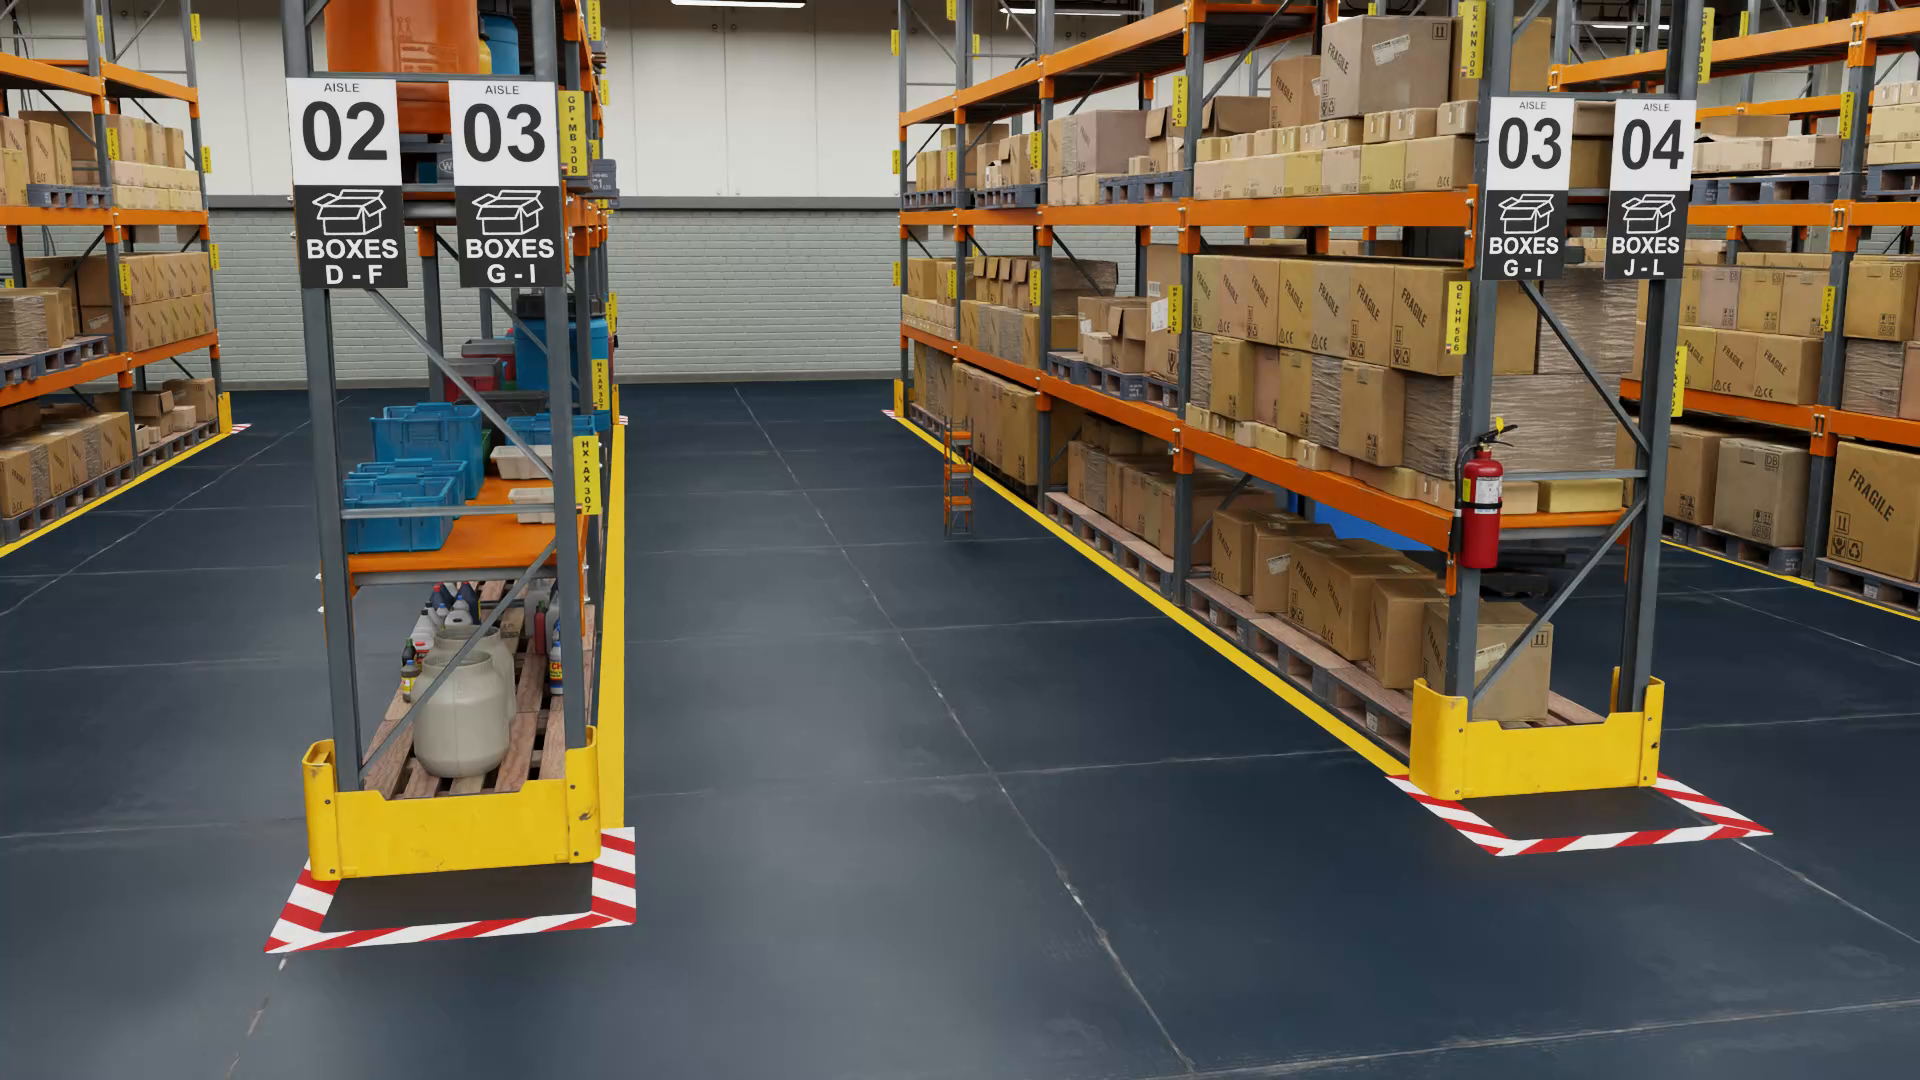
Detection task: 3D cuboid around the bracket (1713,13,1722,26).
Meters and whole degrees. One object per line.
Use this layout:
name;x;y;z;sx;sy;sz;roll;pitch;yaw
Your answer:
bracket;13.734;-9.507;30.452;0.235;0.232;0.430;-2;11;-11

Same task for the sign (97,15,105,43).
sign;-10.575;-6.291;20.470;0.100;0.325;0.005;-2;11;-11

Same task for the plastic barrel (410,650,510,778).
plastic barrel;-2.275;0.788;7.567;0.421;0.512;0.421;0;11;0

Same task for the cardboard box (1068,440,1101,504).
cardboard box;1.381;-0.624;14.960;0.700;0.500;0.500;-3;11;-14

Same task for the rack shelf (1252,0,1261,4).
rack shelf;4.949;-7.246;21.237;1.077;0.370;4.000;-2;11;-11

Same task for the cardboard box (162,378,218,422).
cardboard box;-9.696;-1.763;20.945;0.500;0.500;0.500;-2;11;-11

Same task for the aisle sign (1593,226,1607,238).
aisle sign;9.686;-4.887;24.897;0.394;0.787;0.004;-2;11;-11

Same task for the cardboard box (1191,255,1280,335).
cardboard box;1.847;-1.619;10.942;0.500;0.500;0.500;-2;11;-11

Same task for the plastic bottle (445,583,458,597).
plastic bottle;-3.128;0.411;10.125;0.152;0.276;0.135;-2;11;-9

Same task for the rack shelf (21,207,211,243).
rack shelf;-9.654;-3.619;19.089;1.077;0.370;4.000;-2;11;-11

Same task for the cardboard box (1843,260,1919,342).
cardboard box;6.932;-1.721;11.928;0.875;0.550;0.550;-2;11;-11

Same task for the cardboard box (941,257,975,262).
cardboard box;0.027;-3.586;22.615;0.500;0.500;0.500;-2;11;-10

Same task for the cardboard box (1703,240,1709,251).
cardboard box;9.857;-3.808;21.505;0.380;0.149;0.250;-2;11;-10

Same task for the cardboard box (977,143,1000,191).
cardboard box;0.575;-4.114;18.378;0.700;0.500;0.500;-2;11;-10

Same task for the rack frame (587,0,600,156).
rack frame;-4.406;-5.258;17.757;1.000;3.000;0.127;-2;11;-11

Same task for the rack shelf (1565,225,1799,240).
rack shelf;9.785;-4.339;22.871;1.077;0.370;4.000;-2;11;-11

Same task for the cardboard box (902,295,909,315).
cardboard box;-0.497;-3.200;22.590;0.500;0.250;0.500;-2;11;-13

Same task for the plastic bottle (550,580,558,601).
plastic bottle;-2.404;0.384;10.065;0.144;0.351;0.185;-3;11;-14

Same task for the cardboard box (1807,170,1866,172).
cardboard box;6.935;-2.991;13.146;0.250;0.149;0.380;-2;11;-11

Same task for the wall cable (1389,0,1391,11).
wall cable;6.495;-10.456;29.019;2.355;3.000;0.029;-2;11;-11

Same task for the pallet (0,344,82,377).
pallet;-8.870;-1.660;15.411;1.003;0.211;1.213;-2;11;-11

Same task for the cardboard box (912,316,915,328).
cardboard box;-0.427;-2.883;21.992;0.380;0.149;0.250;-2;11;-12

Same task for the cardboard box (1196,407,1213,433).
cardboard box;1.791;-0.804;11.070;0.380;0.149;0.250;-2;11;-11

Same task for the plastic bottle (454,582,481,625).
plastic bottle;-2.958;0.399;9.986;0.144;0.351;0.185;-2;11;-11

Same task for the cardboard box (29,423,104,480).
cardboard box;-8.703;-0.857;16.185;0.500;0.500;0.500;-2;11;-10

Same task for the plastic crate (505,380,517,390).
plastic crate;-3.465;-1.049;12.253;0.450;0.188;0.662;-2;11;-11

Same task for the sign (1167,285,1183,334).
sign;1.465;-1.572;11.337;0.100;0.325;0.005;-2;11;-11

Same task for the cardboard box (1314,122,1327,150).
cardboard box;2.173;-2.217;9.133;0.380;0.149;0.250;-3;11;-14

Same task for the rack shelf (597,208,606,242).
rack shelf;-4.017;-3.065;16.177;1.077;0.370;4.000;-2;11;-11

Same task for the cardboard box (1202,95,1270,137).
cardboard box;2.014;-2.845;11.697;0.797;0.503;0.637;-3;11;-14

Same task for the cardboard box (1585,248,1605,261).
cardboard box;9.317;-3.933;23.895;0.500;0.500;0.500;-2;11;-13

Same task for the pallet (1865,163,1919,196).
pallet;7.043;-2.466;11.343;1.003;0.211;1.213;-2;11;-11

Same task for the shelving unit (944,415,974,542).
shelving unit;-0.010;-0.526;14.150;0.215;1.050;0.252;-2;11;-11

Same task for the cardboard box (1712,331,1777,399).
cardboard box;6.432;-1.414;13.335;0.500;0.500;0.500;-2;11;-12

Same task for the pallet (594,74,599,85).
pallet;-4.215;-4.818;17.020;1.003;0.211;1.213;-2;11;-11

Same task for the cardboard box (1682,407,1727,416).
cardboard box;10.157;-1.918;21.983;0.875;0.438;0.875;-2;11;-12

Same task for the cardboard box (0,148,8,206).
cardboard box;-8.704;-3.093;14.136;0.910;0.500;0.500;-2;11;-11

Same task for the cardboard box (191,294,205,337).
cardboard box;-9.585;-2.747;20.341;0.500;0.500;0.500;-2;11;-11

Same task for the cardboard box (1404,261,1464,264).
cardboard box;2.758;-1.271;9.117;0.500;0.500;0.500;-2;11;-11

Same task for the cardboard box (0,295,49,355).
cardboard box;-8.711;-1.940;14.975;0.700;0.500;0.500;0;11;0

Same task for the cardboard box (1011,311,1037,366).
cardboard box;0.800;-1.980;16.310;0.500;0.500;0.500;-2;11;-12

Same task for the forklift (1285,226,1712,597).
forklift;3.982;-1.134;12.316;3.031;2.935;1.130;2;11;10

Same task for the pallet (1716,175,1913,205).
pallet;6.667;-2.732;13.017;0.805;0.209;1.217;-3;11;-13

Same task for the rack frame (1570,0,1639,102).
rack frame;9.396;-6.533;24.451;1.000;3.000;0.127;-2;11;-11

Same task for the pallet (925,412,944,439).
pallet;0.141;-1.488;21.450;1.003;0.211;1.213;-2;11;-11

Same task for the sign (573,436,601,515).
sign;-1.531;-0.266;6.829;0.100;0.325;0.005;-2;11;-11

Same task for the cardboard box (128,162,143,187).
cardboard box;-9.215;-3.967;18.059;0.500;0.250;0.500;-2;11;-11

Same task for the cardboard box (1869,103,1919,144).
cardboard box;6.714;-2.888;11.538;0.500;0.250;0.500;-2;11;-11

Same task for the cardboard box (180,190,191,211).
cardboard box;-9.598;-4.089;20.034;0.500;0.250;0.500;-2;11;-11

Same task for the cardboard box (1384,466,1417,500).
cardboard box;2.382;-0.302;8.431;0.380;0.149;0.250;-2;11;-11

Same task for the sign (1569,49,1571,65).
sign;8.850;-7.050;24.249;0.100;0.325;0.005;-2;11;-11

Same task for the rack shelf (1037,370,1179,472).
rack shelf;1.620;-1.038;13.549;1.077;0.370;4.000;-2;11;-11

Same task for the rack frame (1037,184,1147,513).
rack frame;1.231;-1.758;15.409;1.000;3.000;0.127;-2;11;-11

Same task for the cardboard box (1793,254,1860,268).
cardboard box;10.198;-3.117;19.607;0.500;0.500;0.500;-2;11;-12

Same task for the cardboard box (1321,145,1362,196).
cardboard box;2.252;-1.955;8.826;0.500;0.250;0.500;-2;11;-10

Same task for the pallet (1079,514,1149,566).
pallet;1.615;-0.021;13.744;1.003;0.211;1.213;-2;11;-11
